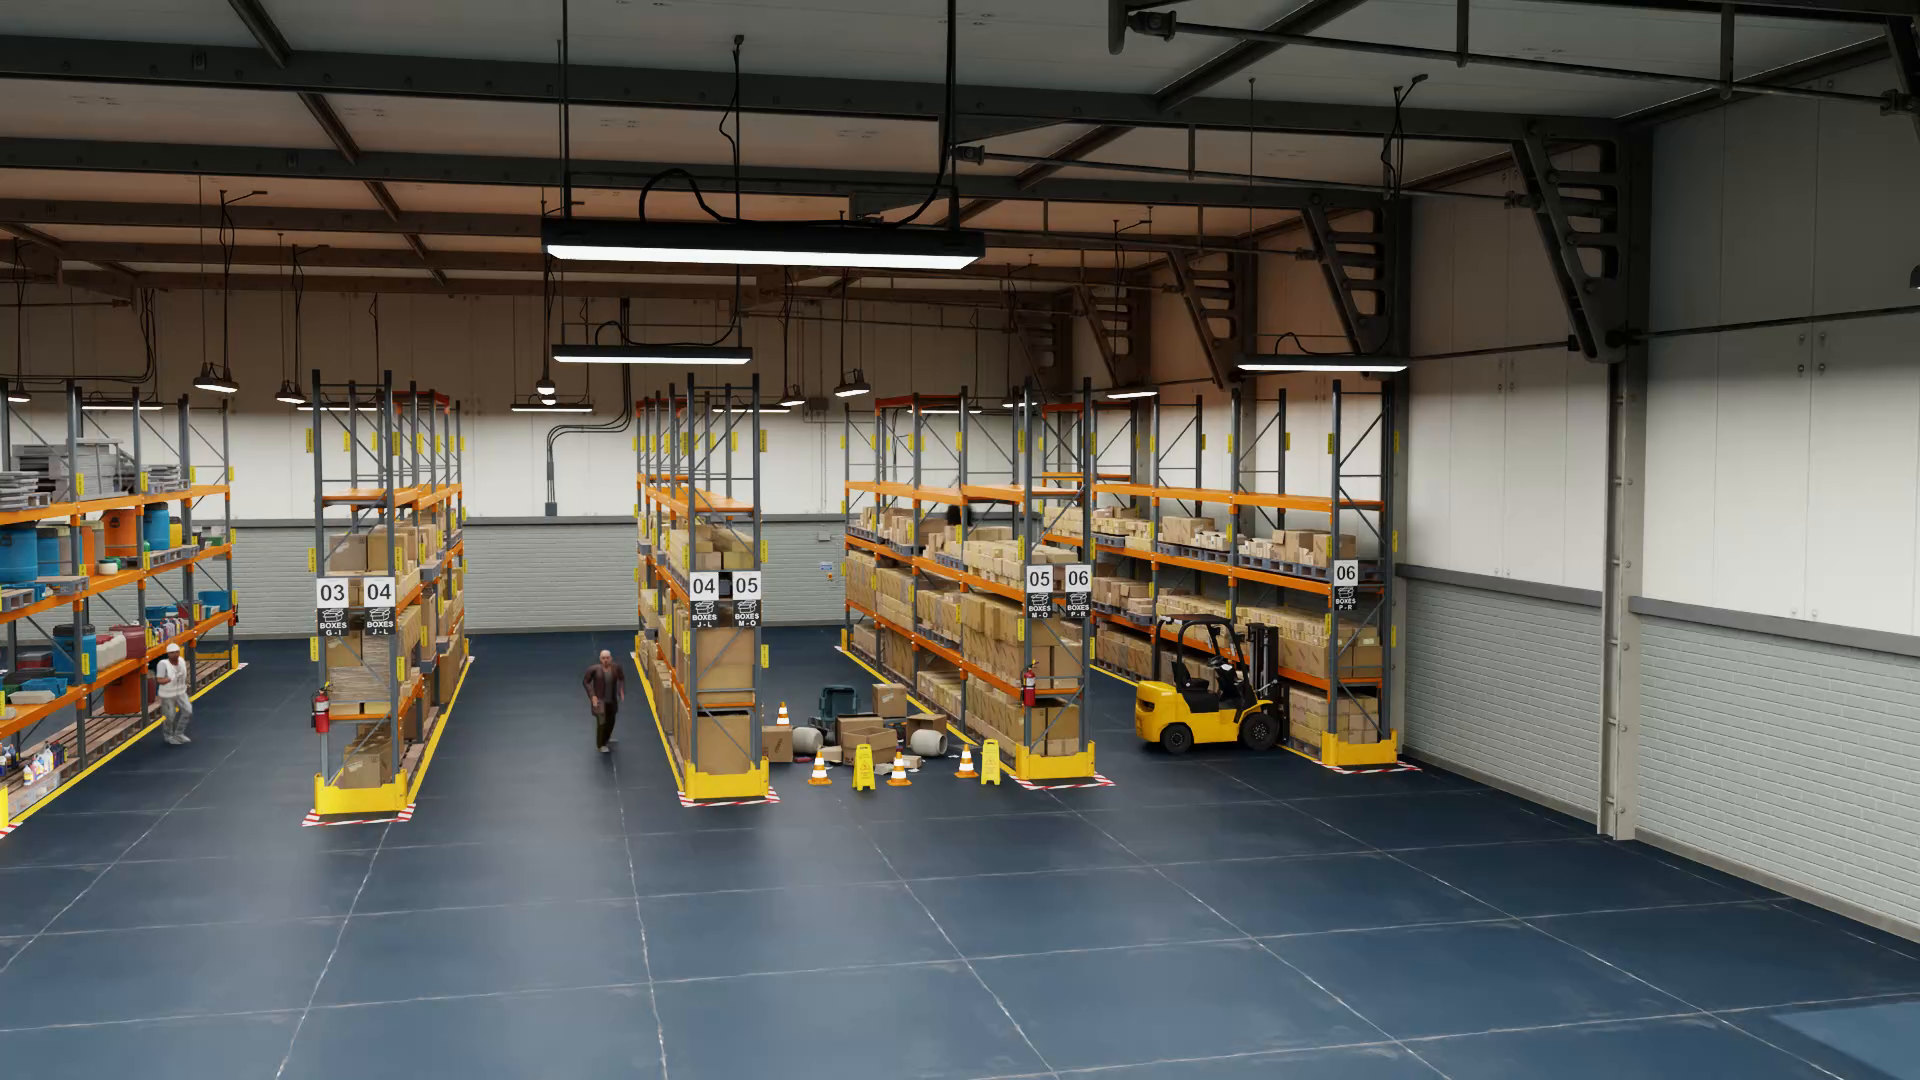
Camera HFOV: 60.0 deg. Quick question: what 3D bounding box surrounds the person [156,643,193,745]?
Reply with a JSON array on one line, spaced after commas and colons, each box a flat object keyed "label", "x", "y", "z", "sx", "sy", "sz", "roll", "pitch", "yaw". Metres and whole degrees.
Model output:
[{"label": "person", "x": -12.993, "y": 2.558, "z": 27.424, "sx": 0.883, "sy": 1.735, "sz": 0.640, "roll": 2, "pitch": 4, "yaw": 36}]

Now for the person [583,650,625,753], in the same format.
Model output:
[{"label": "person", "x": -5.781, "y": 2.595, "z": 27.033, "sx": 0.734, "sy": 1.693, "sz": 0.936, "roll": -3, "pitch": 4, "yaw": -37}]
